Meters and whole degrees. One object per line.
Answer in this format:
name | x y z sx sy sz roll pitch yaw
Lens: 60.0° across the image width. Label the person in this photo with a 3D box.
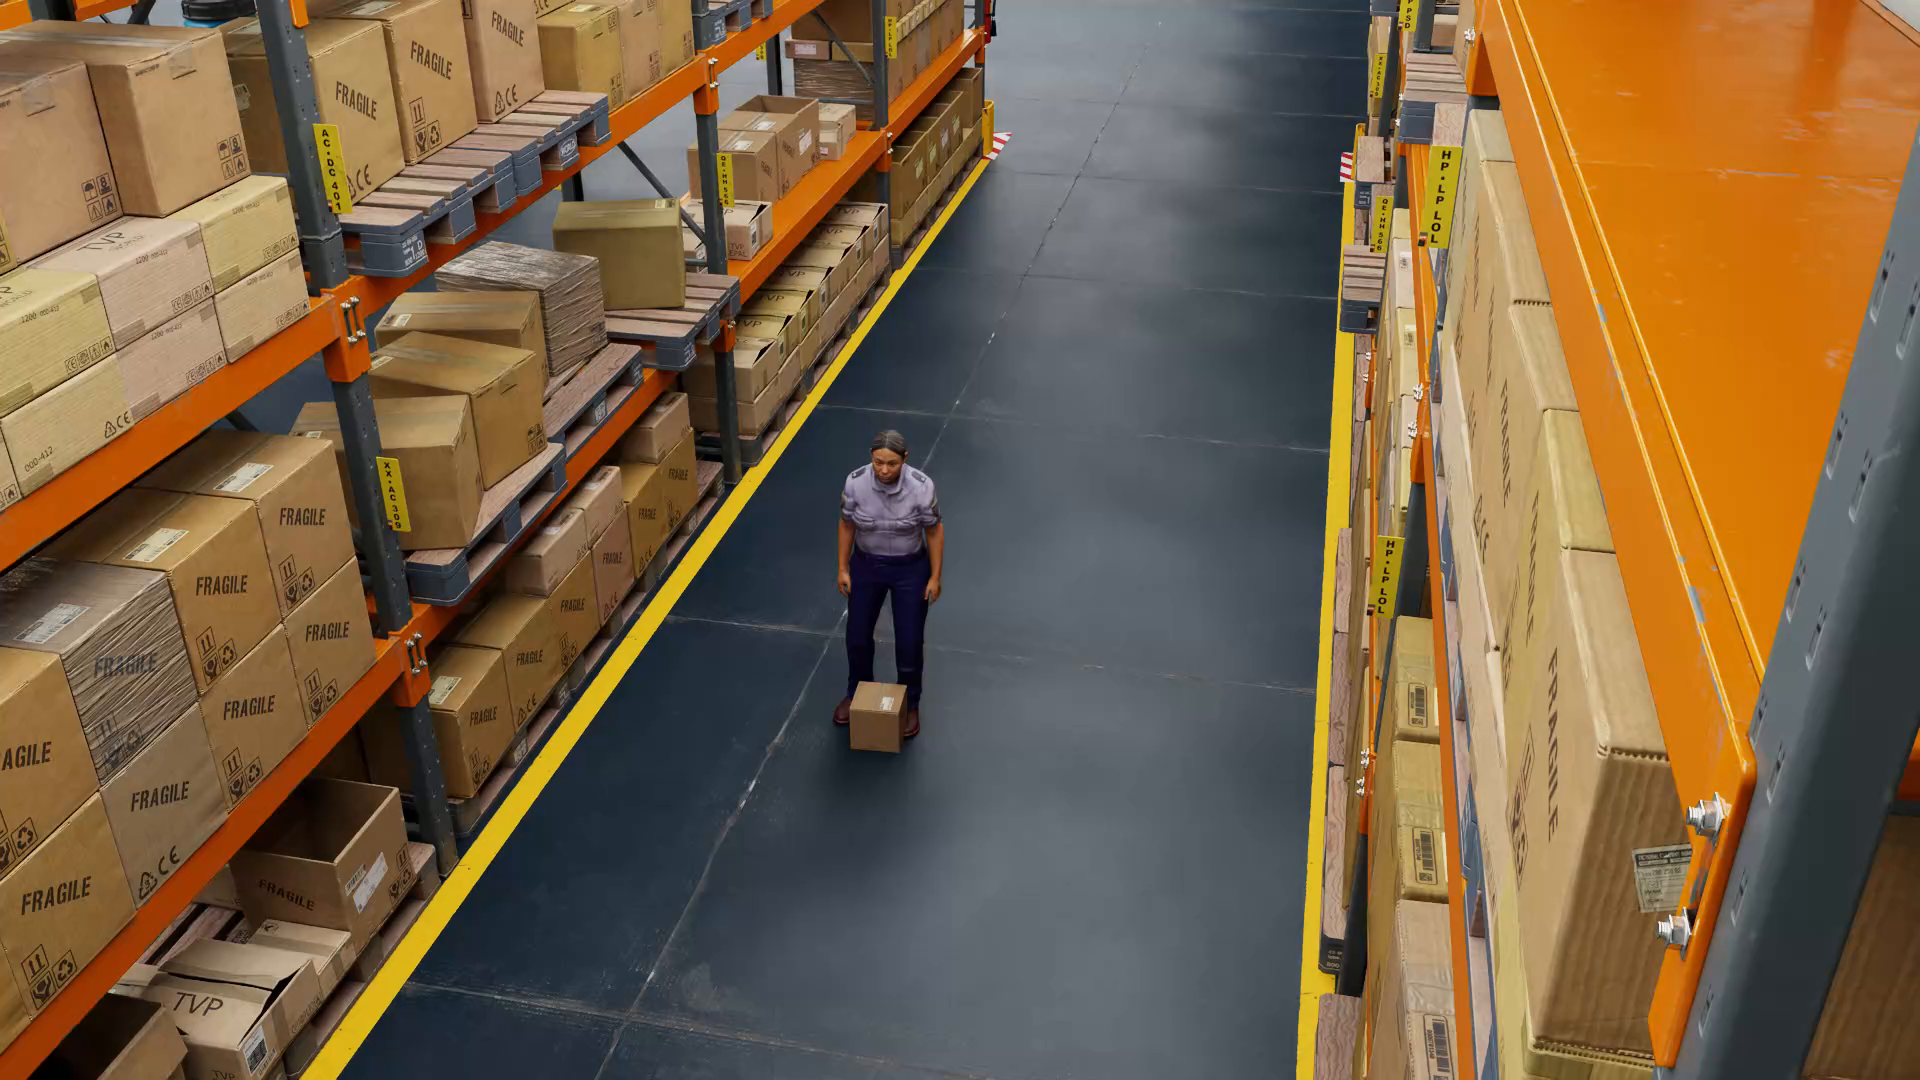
person | -0.368 0.194 8.285 0.564 1.637 0.422 4 29 8
